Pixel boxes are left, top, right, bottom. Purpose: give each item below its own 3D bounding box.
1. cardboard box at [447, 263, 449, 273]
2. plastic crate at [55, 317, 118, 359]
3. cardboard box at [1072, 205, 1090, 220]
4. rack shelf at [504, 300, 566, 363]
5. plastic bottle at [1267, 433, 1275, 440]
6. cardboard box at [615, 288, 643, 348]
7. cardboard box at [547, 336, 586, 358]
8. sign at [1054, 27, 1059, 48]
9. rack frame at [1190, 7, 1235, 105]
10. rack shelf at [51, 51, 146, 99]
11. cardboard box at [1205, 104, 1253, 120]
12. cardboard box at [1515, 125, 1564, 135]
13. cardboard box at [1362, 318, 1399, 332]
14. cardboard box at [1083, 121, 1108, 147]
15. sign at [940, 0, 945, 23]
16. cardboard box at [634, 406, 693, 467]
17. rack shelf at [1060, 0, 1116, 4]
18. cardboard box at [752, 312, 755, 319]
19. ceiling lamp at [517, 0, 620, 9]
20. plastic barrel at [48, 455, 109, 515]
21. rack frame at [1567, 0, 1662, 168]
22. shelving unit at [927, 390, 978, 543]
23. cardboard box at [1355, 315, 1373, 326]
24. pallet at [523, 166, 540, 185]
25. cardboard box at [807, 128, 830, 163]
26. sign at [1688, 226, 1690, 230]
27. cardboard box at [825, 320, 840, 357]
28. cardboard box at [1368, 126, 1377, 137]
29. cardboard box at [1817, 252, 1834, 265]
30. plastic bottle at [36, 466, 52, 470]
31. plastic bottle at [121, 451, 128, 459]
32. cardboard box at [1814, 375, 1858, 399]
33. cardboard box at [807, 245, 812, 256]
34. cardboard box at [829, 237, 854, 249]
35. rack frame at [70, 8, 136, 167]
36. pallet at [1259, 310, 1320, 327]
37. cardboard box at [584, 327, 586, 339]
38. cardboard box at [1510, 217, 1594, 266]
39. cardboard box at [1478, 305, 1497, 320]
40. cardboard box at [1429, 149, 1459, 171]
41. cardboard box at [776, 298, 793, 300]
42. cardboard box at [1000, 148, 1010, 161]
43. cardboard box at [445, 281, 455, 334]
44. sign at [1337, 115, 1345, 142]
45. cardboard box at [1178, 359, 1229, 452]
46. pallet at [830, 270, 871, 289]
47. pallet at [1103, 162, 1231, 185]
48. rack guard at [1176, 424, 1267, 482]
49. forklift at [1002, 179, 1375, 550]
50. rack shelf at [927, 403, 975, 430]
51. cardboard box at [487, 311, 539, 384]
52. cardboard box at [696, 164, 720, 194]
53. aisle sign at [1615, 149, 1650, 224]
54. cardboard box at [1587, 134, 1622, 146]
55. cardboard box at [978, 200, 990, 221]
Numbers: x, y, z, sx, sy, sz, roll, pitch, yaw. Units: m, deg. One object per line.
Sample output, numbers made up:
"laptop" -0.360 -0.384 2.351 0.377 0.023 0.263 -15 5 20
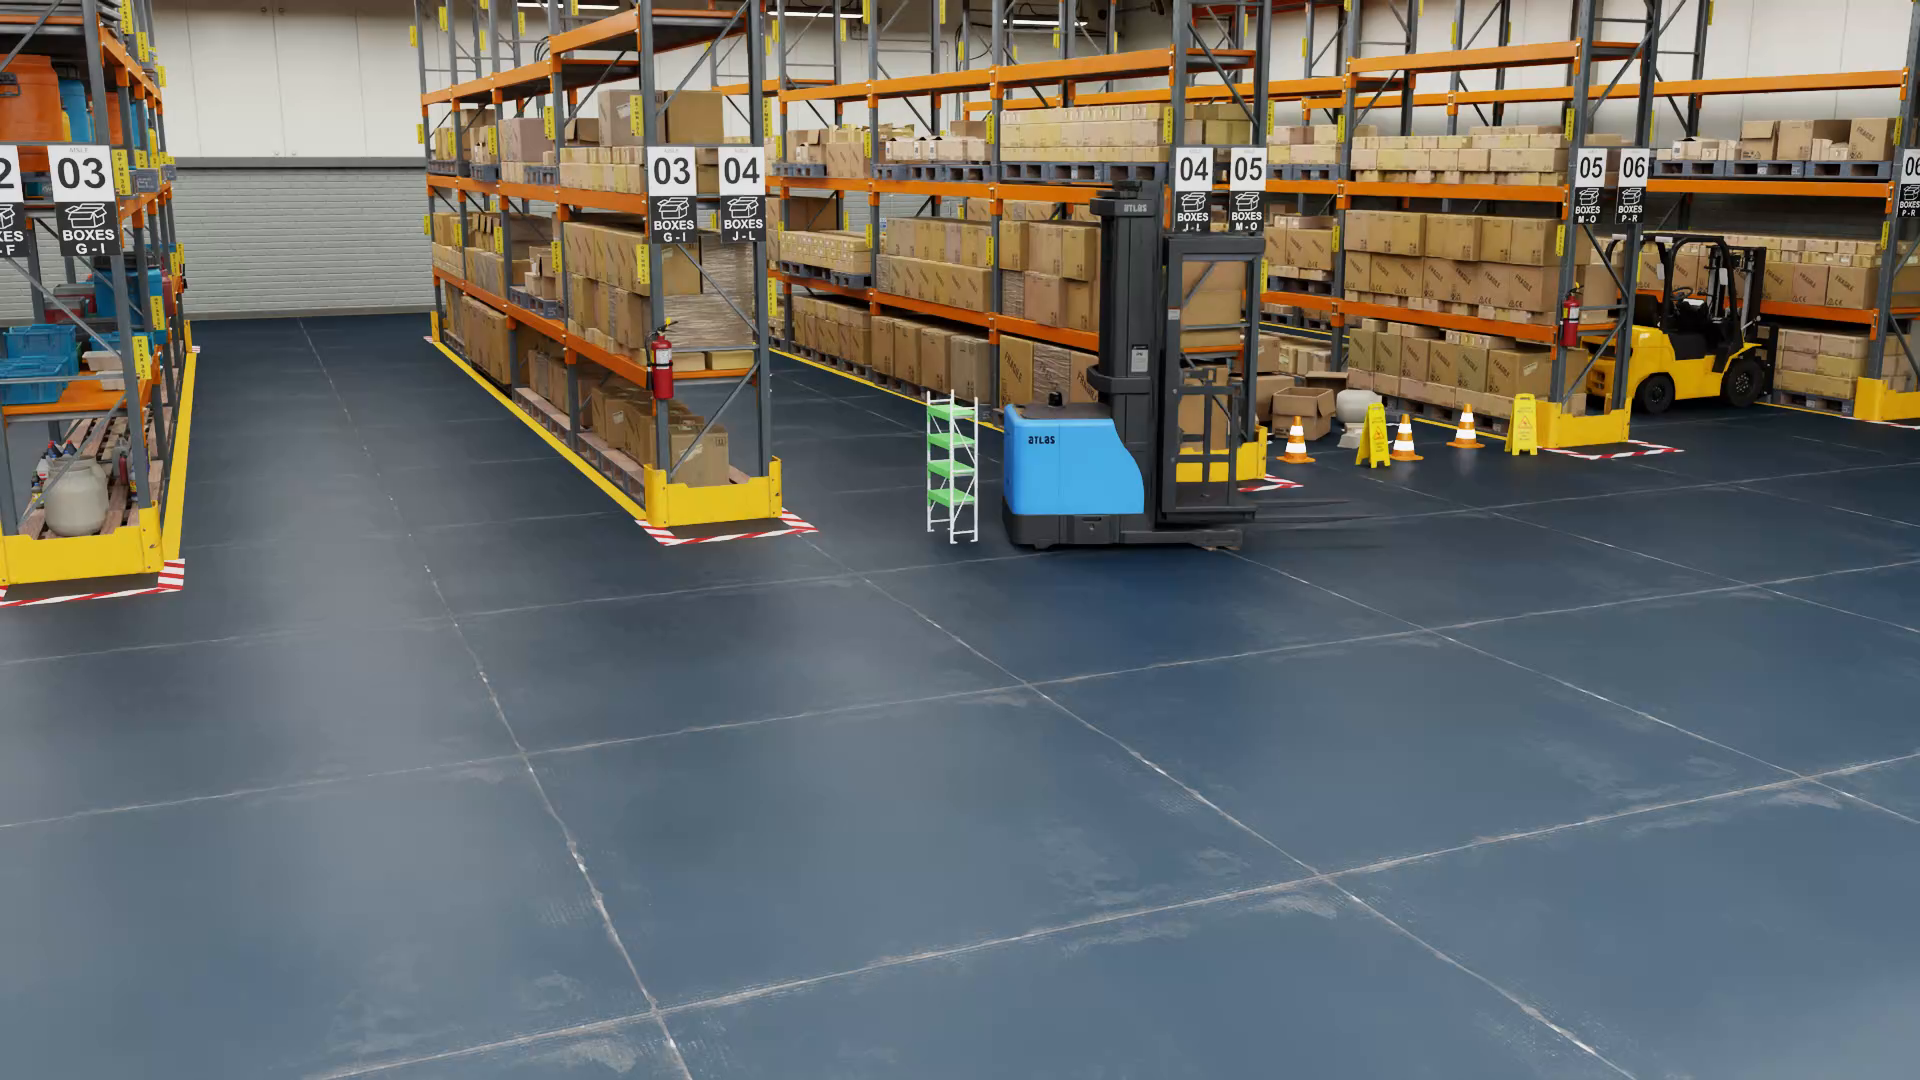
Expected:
"cardboard box" -7.983 -4.346 26.553 0.380 0.149 0.250 -5 14 -22
"plastic crate" -8.185 -1.867 15.422 0.767 0.338 0.504 -6 14 -23
"cardboard box" 2.048 -5.431 28.244 0.500 0.500 0.500 -5 14 -22
"rack shelf" -4.541 -2.527 19.731 1.077 0.370 4.000 -6 14 -23
"plastic bottle" 3.418 -1.180 18.834 0.133 0.061 0.283 -12 18 -42
"cardboard box" -2.643 -2.040 15.150 0.875 0.500 0.500 -6 14 -23
"cardboard box" -4.825 -2.408 20.527 0.500 0.250 0.500 -4 14 -17
"sign" 1.617 -8.422 27.879 0.100 0.325 0.005 -6 14 -23
"rack frame" 5.080 -9.210 33.708 1.000 3.000 0.127 -6 14 -23
"rack shelf" -9.079 -4.807 17.167 1.077 0.370 4.000 -6 14 -23
"cardboard box" 2.605 -4.143 16.103 0.380 0.149 0.250 -5 14 -22
"cardboard box" 8.759 -6.016 25.185 0.500 0.500 0.500 -5 14 -22
"cardboard box" 5.324 -2.728 21.070 0.380 0.149 0.250 -5 14 -22
"cardboard box" 1.596 -4.135 16.949 0.500 0.250 0.500 -6 14 -23
"sign" -0.250 -7.224 22.701 0.100 0.325 0.005 -6 14 -23
"cardboard box" -2.877 -1.007 16.179 0.500 0.500 0.500 -4 14 -18
"rack shelf" 2.937 -8.790 26.118 1.077 0.370 4.000 -6 14 -23
"cardboard box" -3.407 -3.934 28.947 0.380 0.149 0.250 -5 14 -20
"ceiling lamp" -7.299 -11.494 30.627 2.000 3.185 0.800 -6 14 -23
"plastic barrel" -7.210 -0.416 13.599 0.421 0.512 0.421 0 13 0
"rack frame" 6.943 -5.456 17.485 1.000 3.000 0.127 -6 14 -23
"shelving unit" -0.066 -0.619 13.882 0.258 1.200 0.503 -6 14 -23
"cardboard box" 7.290 -4.007 29.145 0.500 0.500 0.500 -6 14 -25
"pallet" -4.308 -4.185 19.065 1.213 0.211 1.003 -6 14 -23
"cardboard box" -1.861 -5.929 25.024 0.797 0.503 0.637 -6 14 -24
"sign" 10.395 -4.319 23.784 0.100 0.325 0.005 -6 14 -23
"cardboard box" -1.692 -3.032 24.931 0.500 0.500 0.500 -6 14 -25
"cardboard box" 5.265 -5.455 22.426 0.500 0.250 0.500 -6 14 -24
"cardboard box" 10.916 -3.502 20.690 0.380 0.149 0.250 -5 14 -22
"plastic bottle" -7.945 -0.501 14.446 0.152 0.276 0.135 -6 14 -25
"plastic bottle" -7.633 -0.680 15.203 0.061 0.283 0.133 -6 14 -23
"cardboard box" 11.011 -1.916 20.661 0.500 0.250 0.500 -6 14 -23
"cardboard box" -2.093 -4.378 25.098 0.380 0.149 0.250 -6 14 -24
"cardboard box" -1.687 -4.311 24.149 0.380 0.149 0.250 -5 14 -21
"rack frame" -8.278 -4.940 15.255 1.000 3.000 0.127 -6 14 -23
"pallet" 6.408 -4.245 31.742 1.003 0.211 1.213 -6 14 -23
"cardboard box" -3.607 -2.117 16.923 0.380 0.149 0.250 -6 14 -23
"cardboard box" 6.538 -3.299 18.375 0.700 0.500 0.500 -6 14 -24
"cardboard box" 6.180 -2.616 19.078 0.380 0.149 0.250 -5 14 -22
"cardboard box" 5.874 -4.462 19.519 0.500 0.250 0.500 -5 14 -22
"cardboard box" -3.045 -4.181 29.353 0.380 0.149 0.250 -5 14 -21
"cardboard box" 0.679 -4.378 18.884 0.380 0.149 0.250 -6 14 -24
"cardboard box" -8.217 -3.988 28.229 0.875 0.875 0.875 -6 14 -23
"sign" 4.833 -5.214 21.071 0.100 0.325 0.005 -6 14 -23
"cardboard box" 2.115 -1.368 16.911 0.875 0.875 0.875 -6 14 -23
"pallet" -1.140 -3.762 23.897 1.213 0.211 1.003 -6 14 -23
"pallet" 2.141 -3.635 16.469 1.003 0.211 1.213 -6 14 -23
"rack guard" 2.457 -0.842 16.400 1.175 0.500 0.348 -6 14 -23
"forklift" 1.900 -1.462 13.687 3.031 2.935 1.130 -1 13 -4
"rack shelf" -0.066 -1.024 13.789 0.258 0.148 0.480 -6 14 -23
"cardboard box" -5.600 -2.605 22.252 1.225 0.875 0.875 -6 14 -26
"cardboard box" -2.094 -3.149 14.503 0.500 0.250 0.500 -5 14 -21
"aisle sign" 7.251 -3.815 17.934 0.394 0.787 0.004 -6 14 -23
"cardboard box" 6.987 -4.352 18.158 0.380 0.149 0.250 -6 14 -23
"cardboard box" 0.678 -6.143 31.322 0.500 0.500 0.500 -6 14 -24
